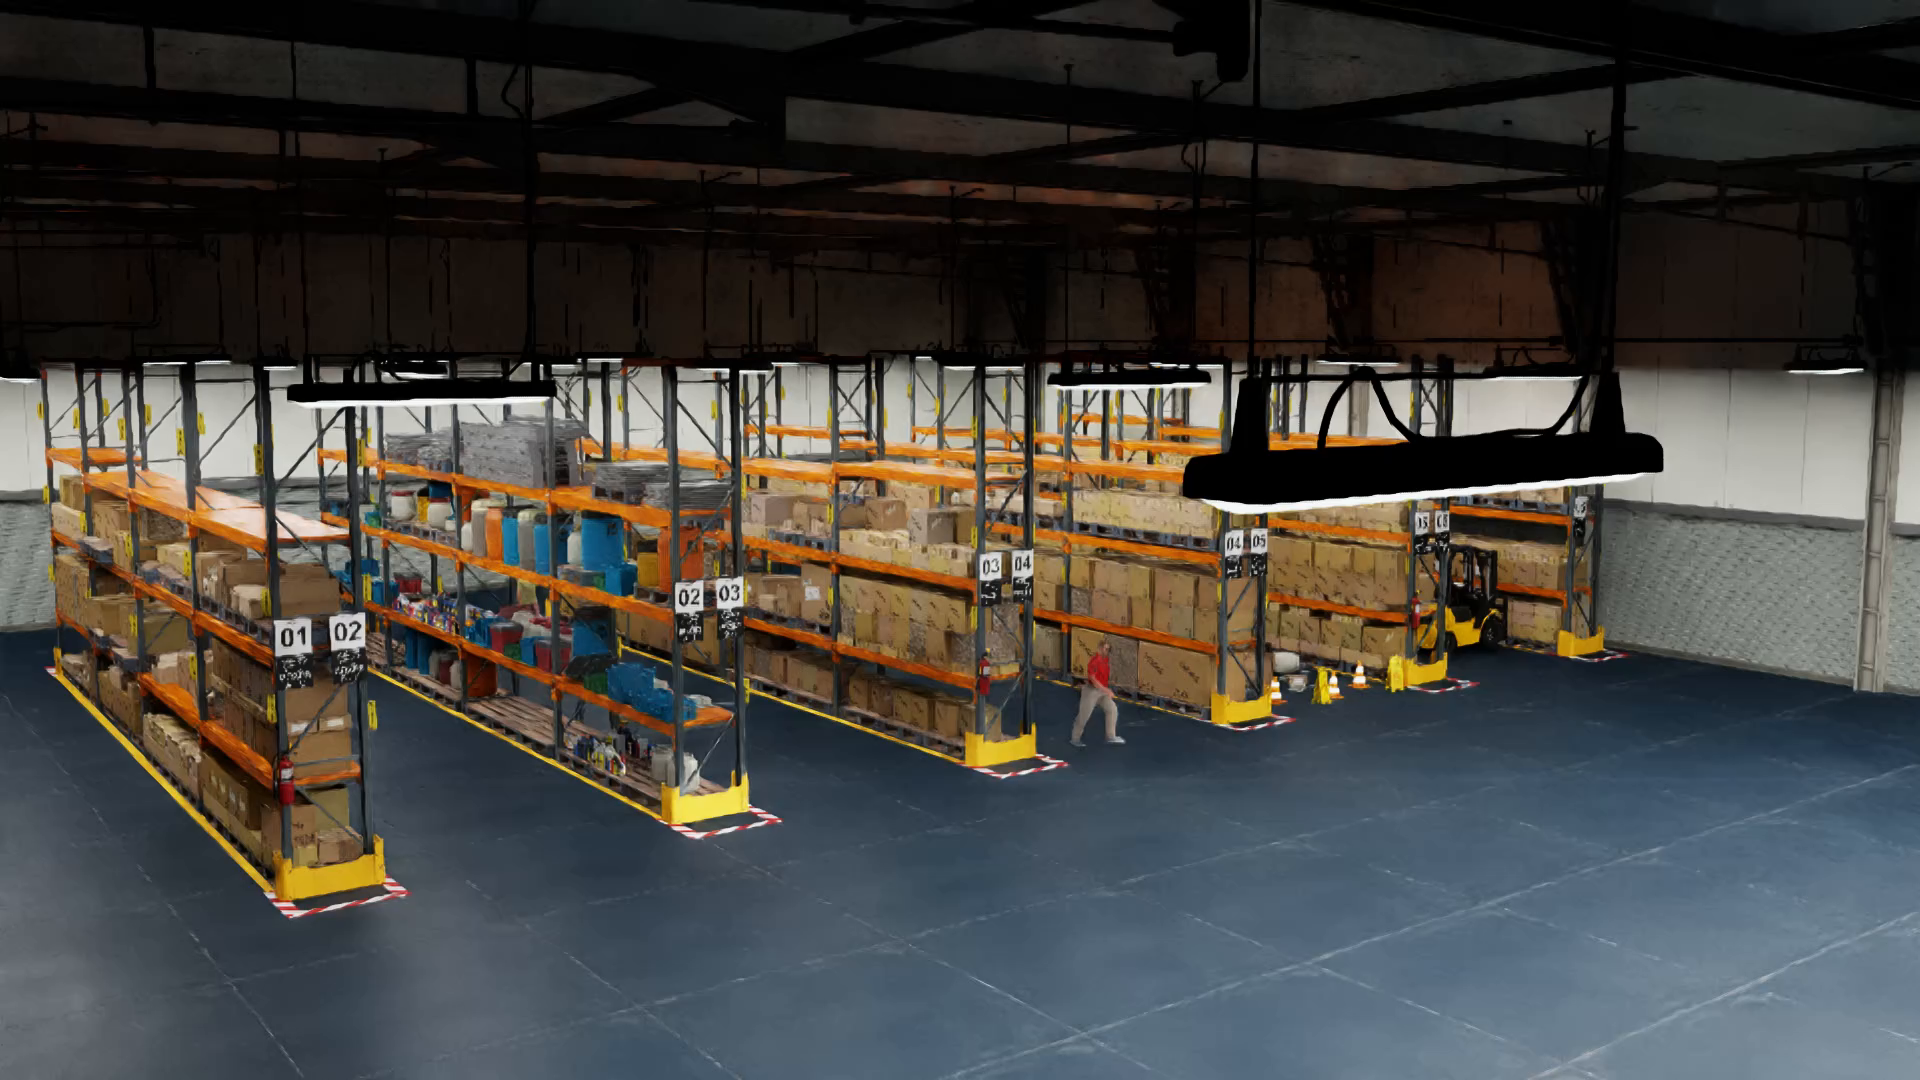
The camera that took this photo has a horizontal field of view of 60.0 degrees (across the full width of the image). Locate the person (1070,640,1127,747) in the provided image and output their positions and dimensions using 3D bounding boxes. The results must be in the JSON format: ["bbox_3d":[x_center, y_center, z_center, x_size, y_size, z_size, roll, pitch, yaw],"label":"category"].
[{"bbox_3d":[2.136,2.383,25.992,0.768,1.674,0.679,4,8,32],"label":"person"}]

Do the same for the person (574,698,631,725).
[{"bbox_3d":[-5.935,2.217,27.216,0.831,1.696,0.712,5,8,35],"label":"person"}]

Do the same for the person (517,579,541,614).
[{"bbox_3d":[-9.147,1.308,35.243,0.448,1.571,1.110,-5,8,-34],"label":"person"}]
